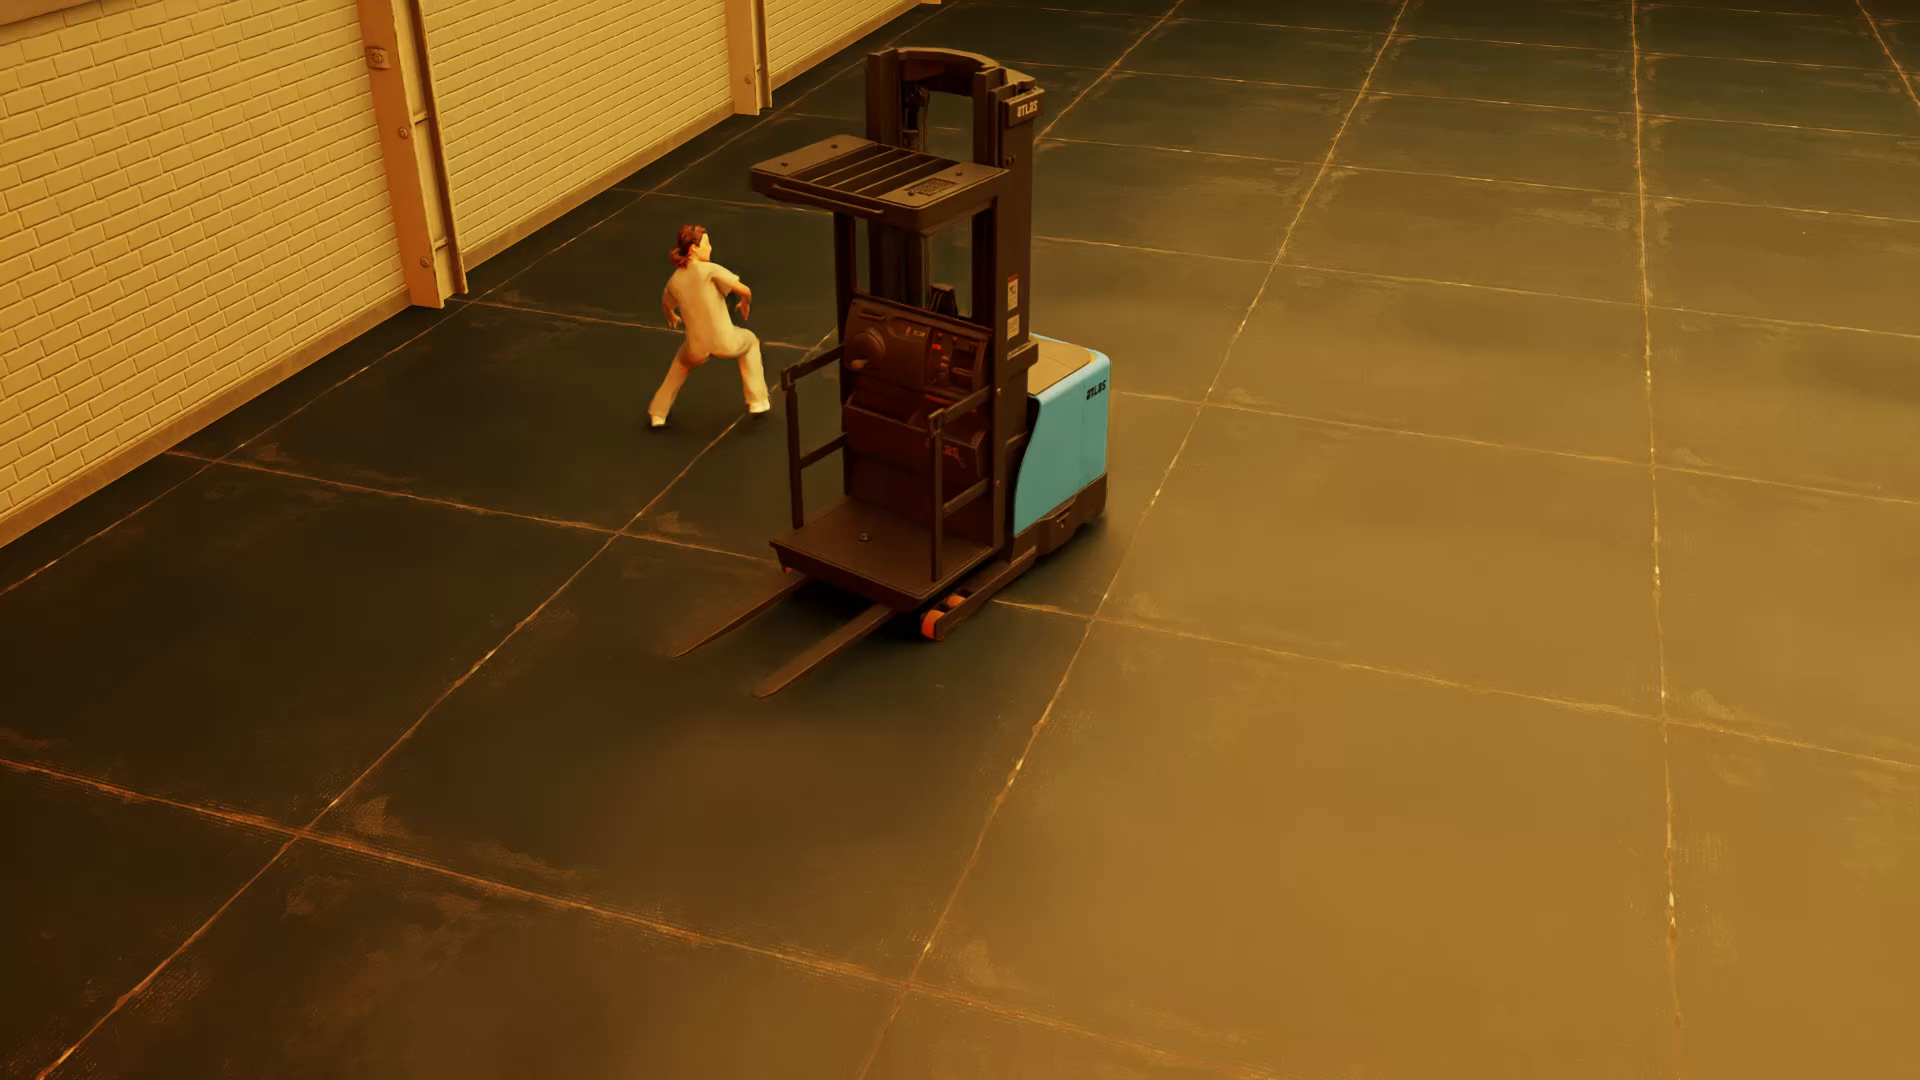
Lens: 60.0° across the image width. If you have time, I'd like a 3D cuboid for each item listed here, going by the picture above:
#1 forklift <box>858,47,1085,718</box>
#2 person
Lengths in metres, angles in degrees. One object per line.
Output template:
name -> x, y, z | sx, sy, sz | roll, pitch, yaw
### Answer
forklift -> 0.035, -0.972, 8.842 | 1.130, 2.935, 3.031 | -2, 30, -3
person -> -2.410, -1.774, 11.510 | 0.551, 1.678, 0.544 | 16, 33, 26
